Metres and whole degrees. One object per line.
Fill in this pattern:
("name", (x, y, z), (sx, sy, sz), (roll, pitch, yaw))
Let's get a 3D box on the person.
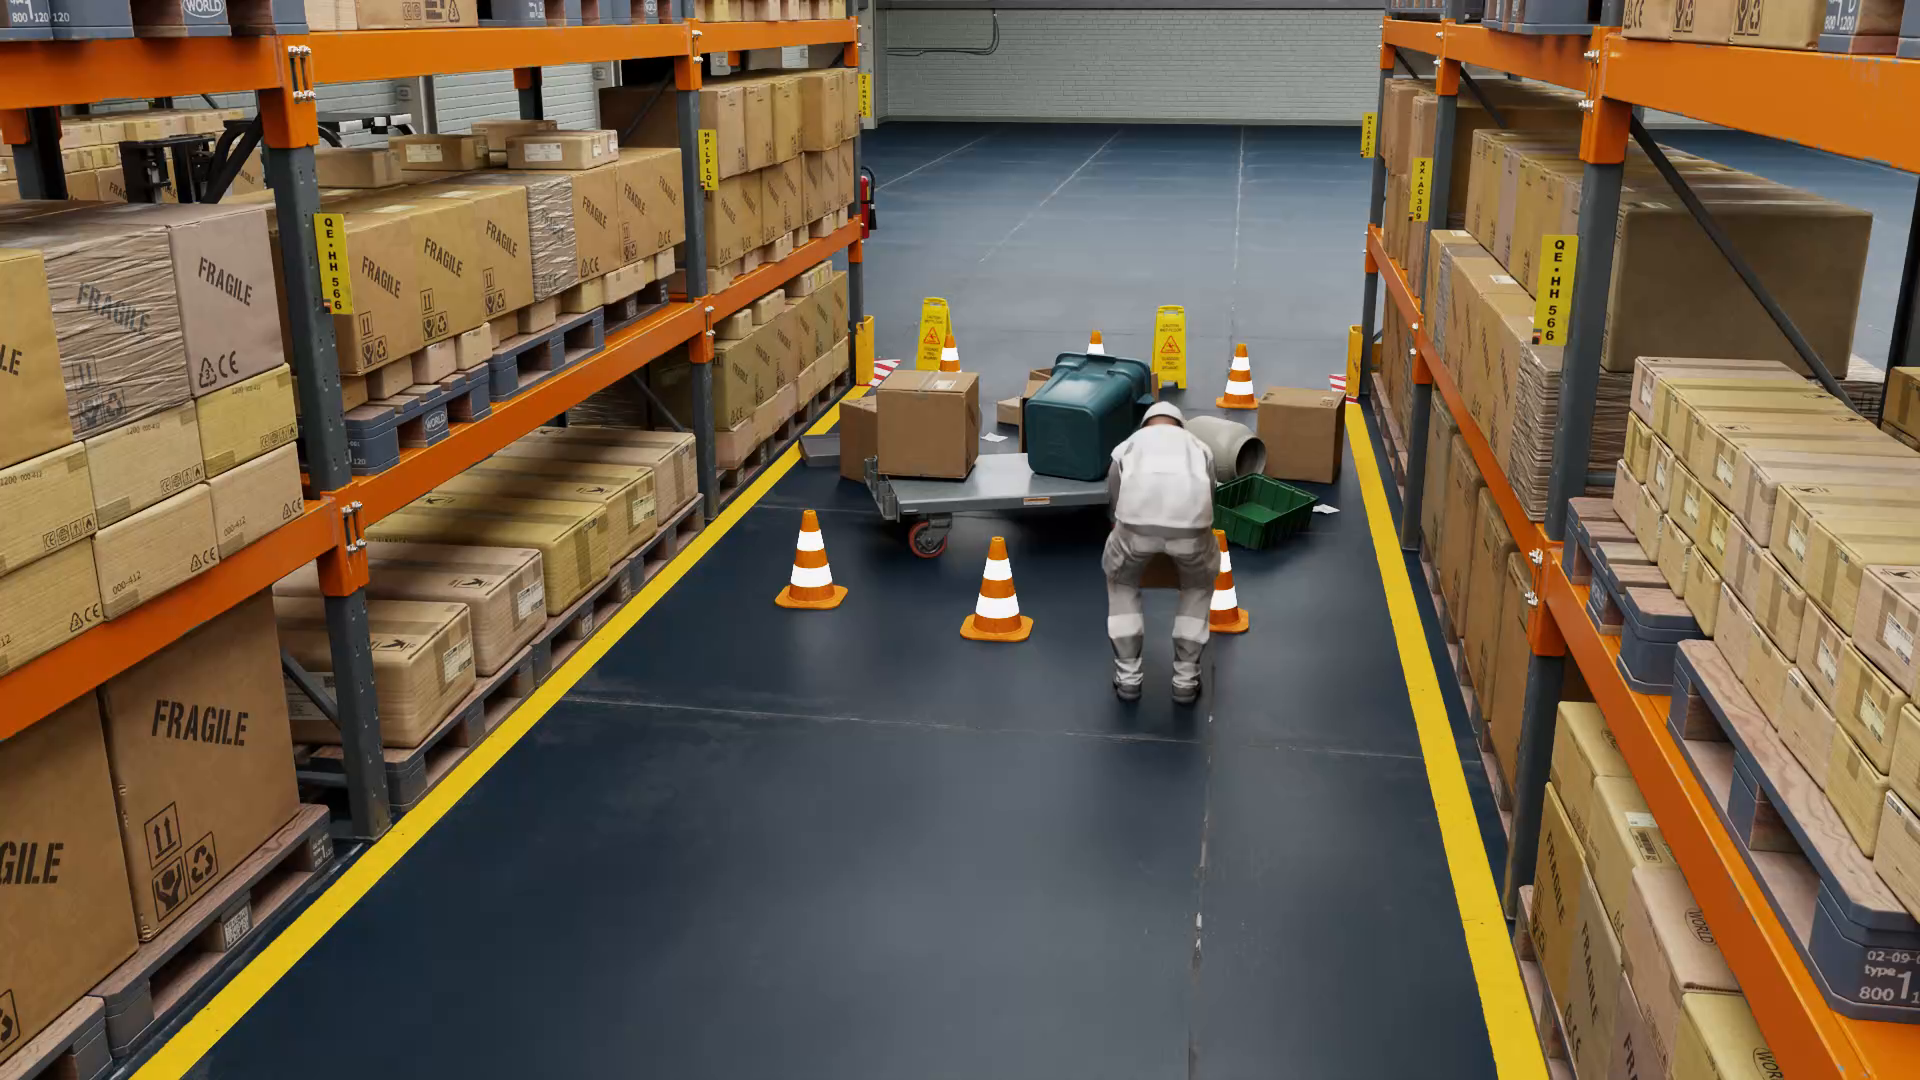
("person", (0.892, 0.046, 7.364), (0.517, 1.180, 0.944), (2, 18, 6))
